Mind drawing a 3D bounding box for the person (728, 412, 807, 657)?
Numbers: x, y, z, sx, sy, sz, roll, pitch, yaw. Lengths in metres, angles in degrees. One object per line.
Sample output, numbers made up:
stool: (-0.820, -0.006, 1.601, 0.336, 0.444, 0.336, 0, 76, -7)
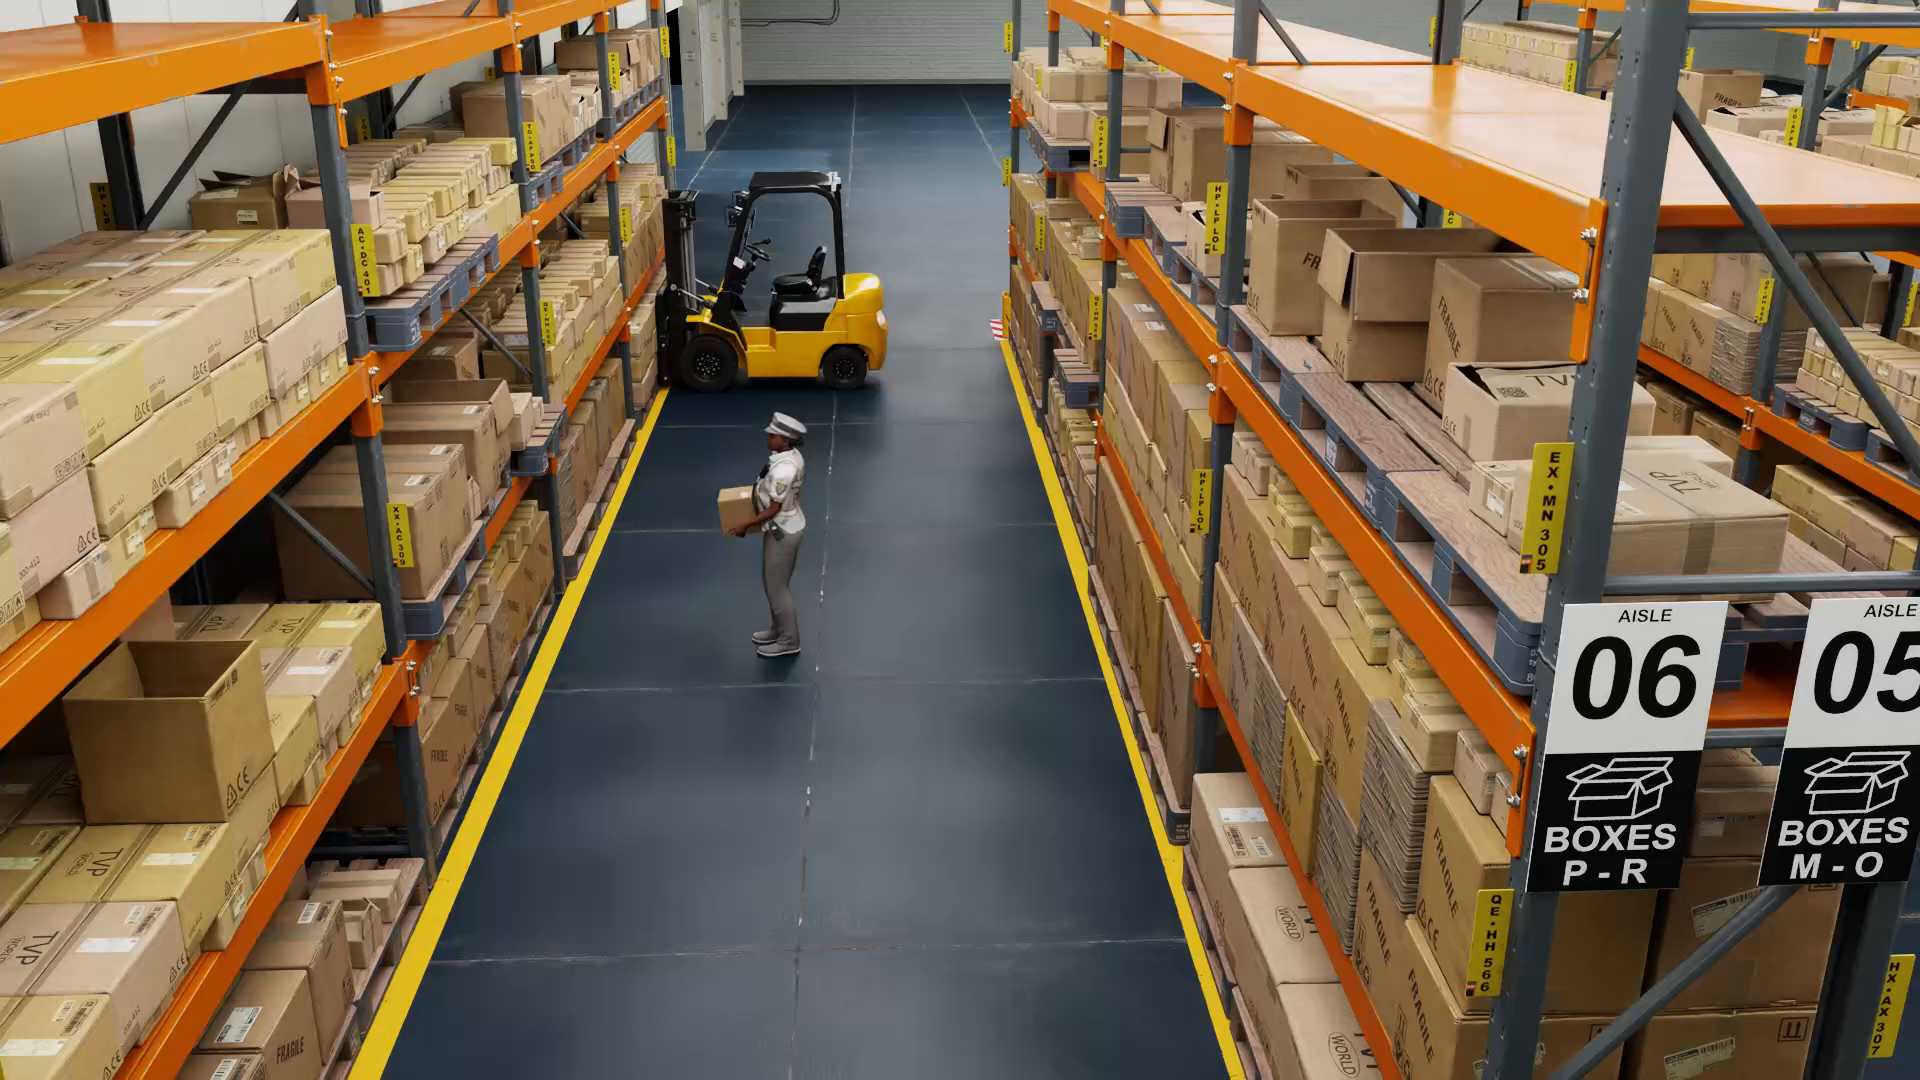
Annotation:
person: (-1.278, -0.052, 11.178, 0.540, 1.688, 0.450, -1, 21, -3)
